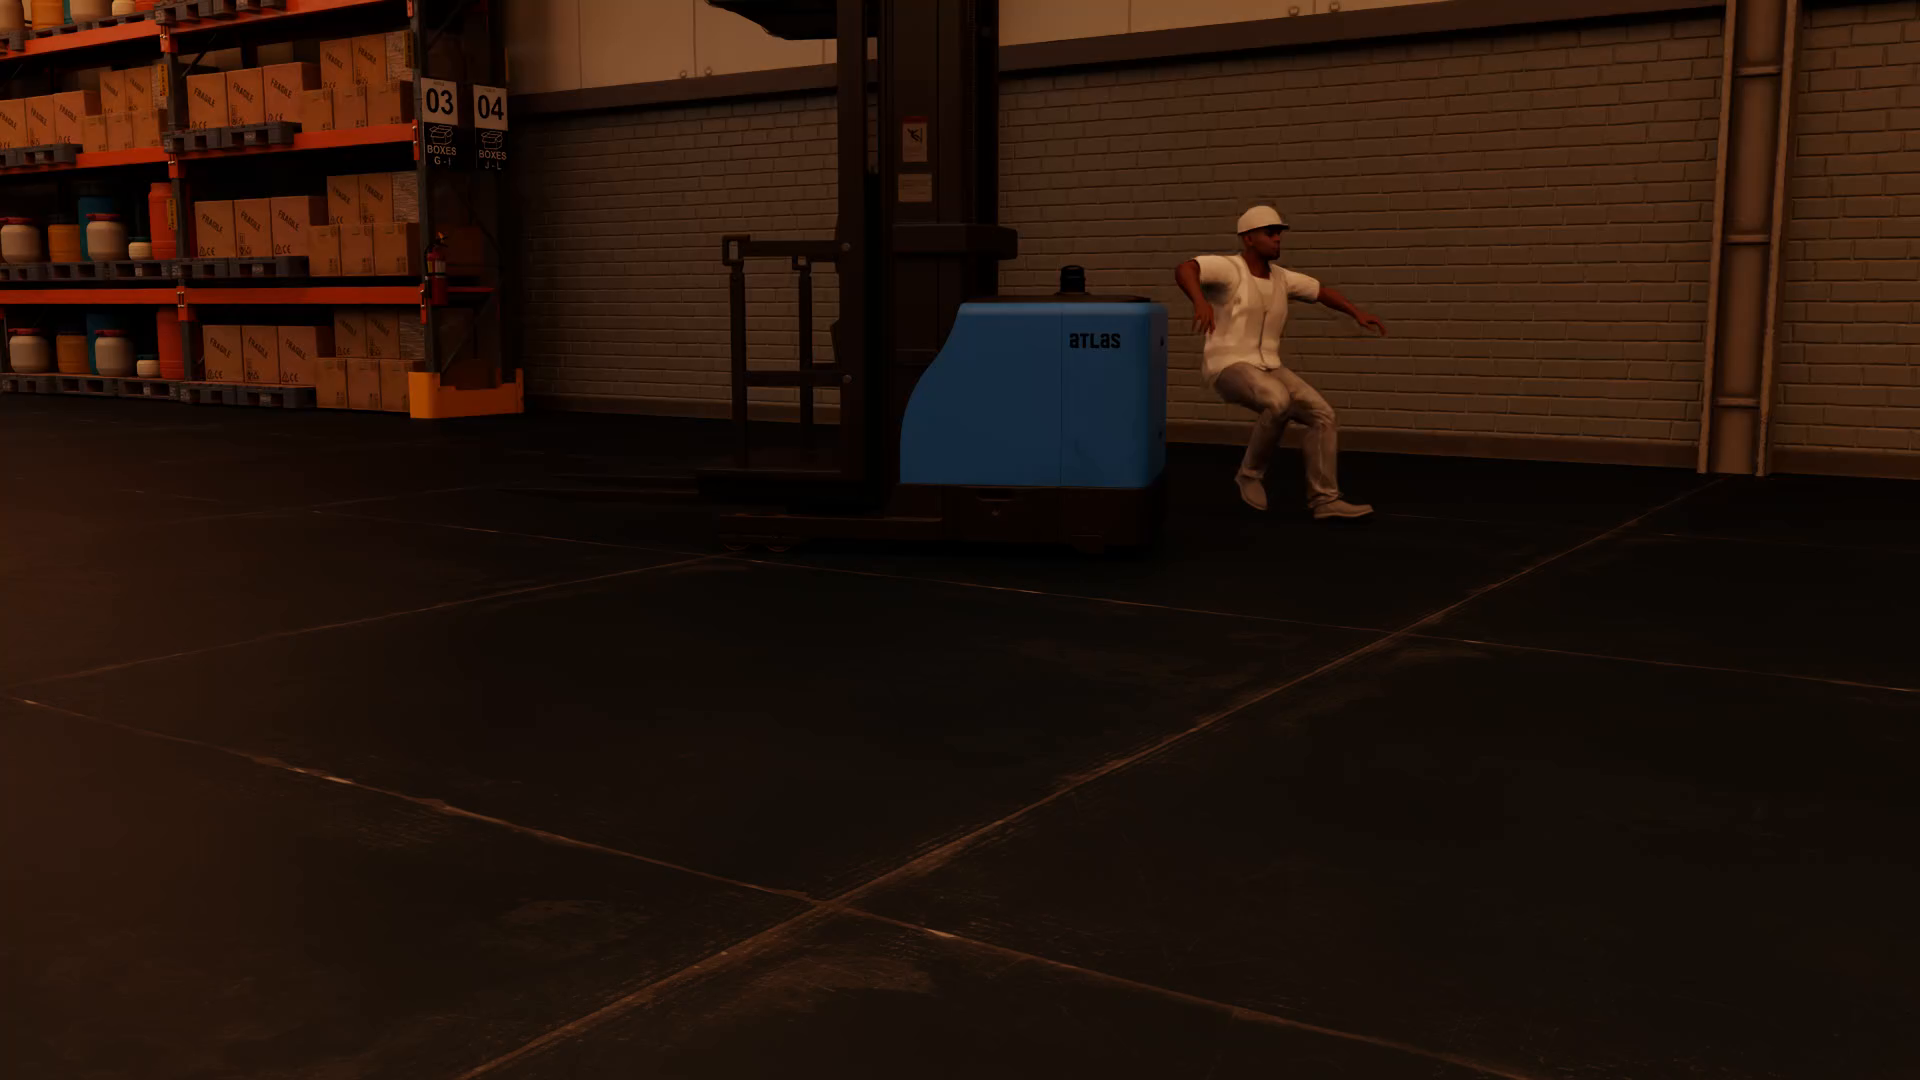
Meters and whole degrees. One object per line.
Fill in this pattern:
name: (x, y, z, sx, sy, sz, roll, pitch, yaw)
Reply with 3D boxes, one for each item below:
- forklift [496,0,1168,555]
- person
forklift: (-0.596, -1.469, 7.520, 3.031, 2.935, 1.130, 2, 8, 12)
person: (1.604, -0.879, 8.282, 1.205, 1.565, 0.823, -6, 10, -35)
